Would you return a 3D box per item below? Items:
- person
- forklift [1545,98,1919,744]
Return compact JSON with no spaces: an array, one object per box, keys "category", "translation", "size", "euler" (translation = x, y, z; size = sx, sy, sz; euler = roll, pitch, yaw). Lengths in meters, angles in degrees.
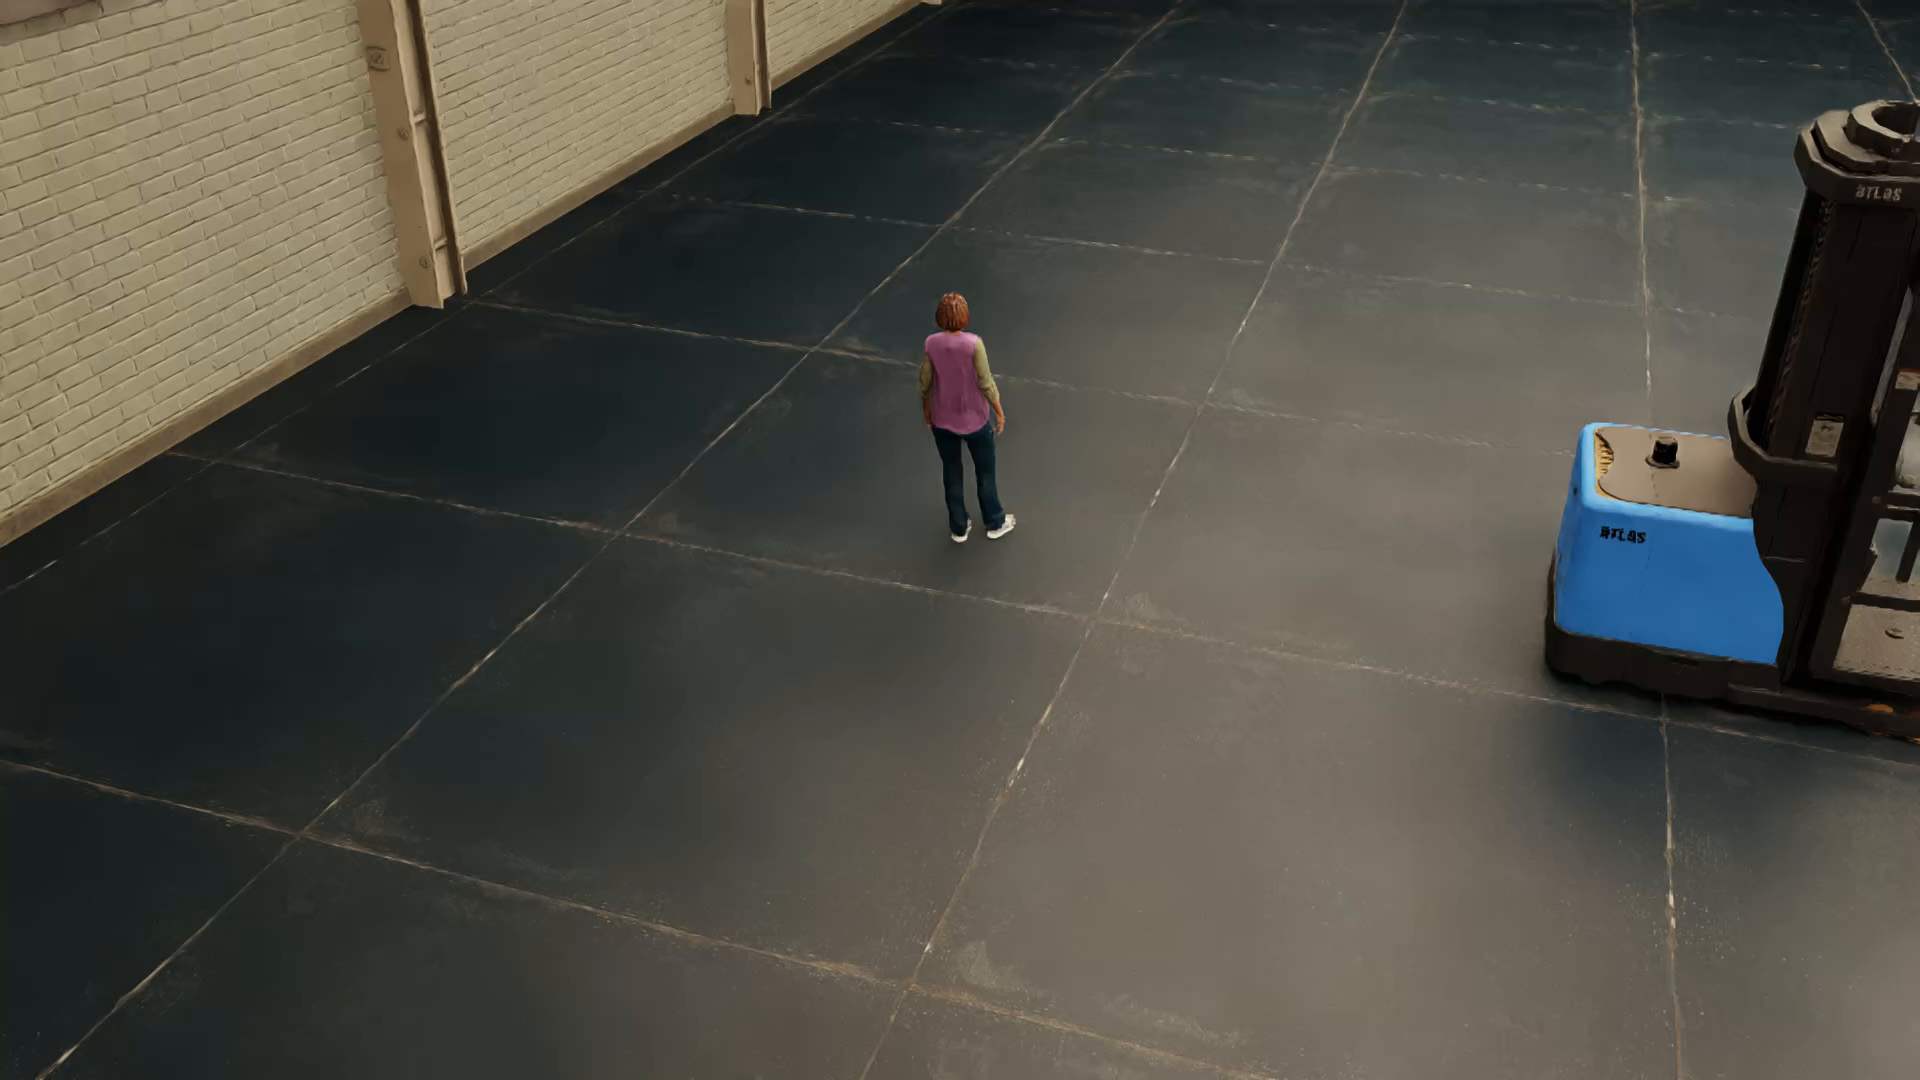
[{"category":"person","translation":[0.037,-0.732,9.754],"size":[0.520,1.597,0.474],"euler":[10,31,16]},{"category":"forklift","translation":[4.685,-0.549,8.100],"size":[3.031,2.935,1.130],"euler":[9,31,15]}]
